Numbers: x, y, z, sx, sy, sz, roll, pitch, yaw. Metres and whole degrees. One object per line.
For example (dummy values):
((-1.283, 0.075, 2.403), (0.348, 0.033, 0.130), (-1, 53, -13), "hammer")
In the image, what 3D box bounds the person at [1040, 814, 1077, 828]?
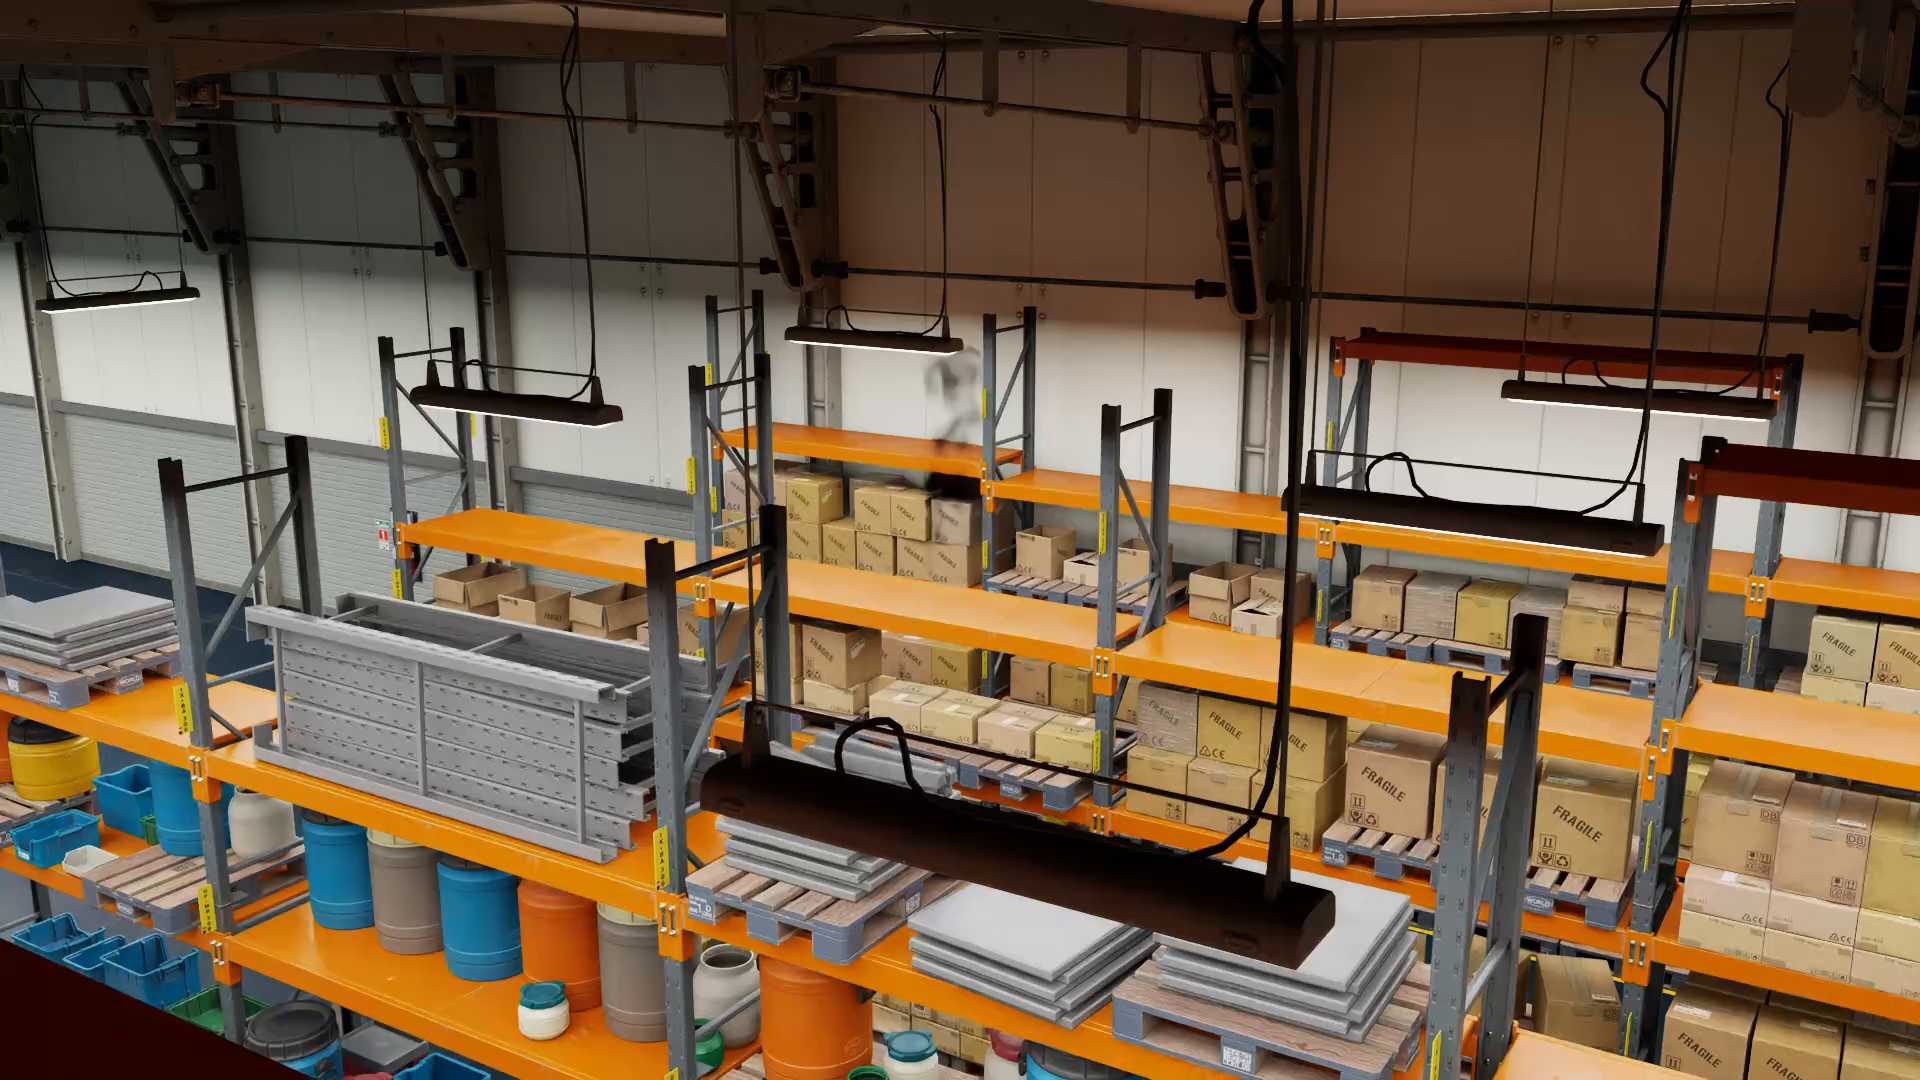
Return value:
((1.031, 3.050, 17.166), (0.926, 1.751, 0.719), (3, 14, 12), "person")

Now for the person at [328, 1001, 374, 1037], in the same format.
((-5.171, 3.731, 14.341), (1.009, 1.798, 0.708), (6, 15, 23), "person")
